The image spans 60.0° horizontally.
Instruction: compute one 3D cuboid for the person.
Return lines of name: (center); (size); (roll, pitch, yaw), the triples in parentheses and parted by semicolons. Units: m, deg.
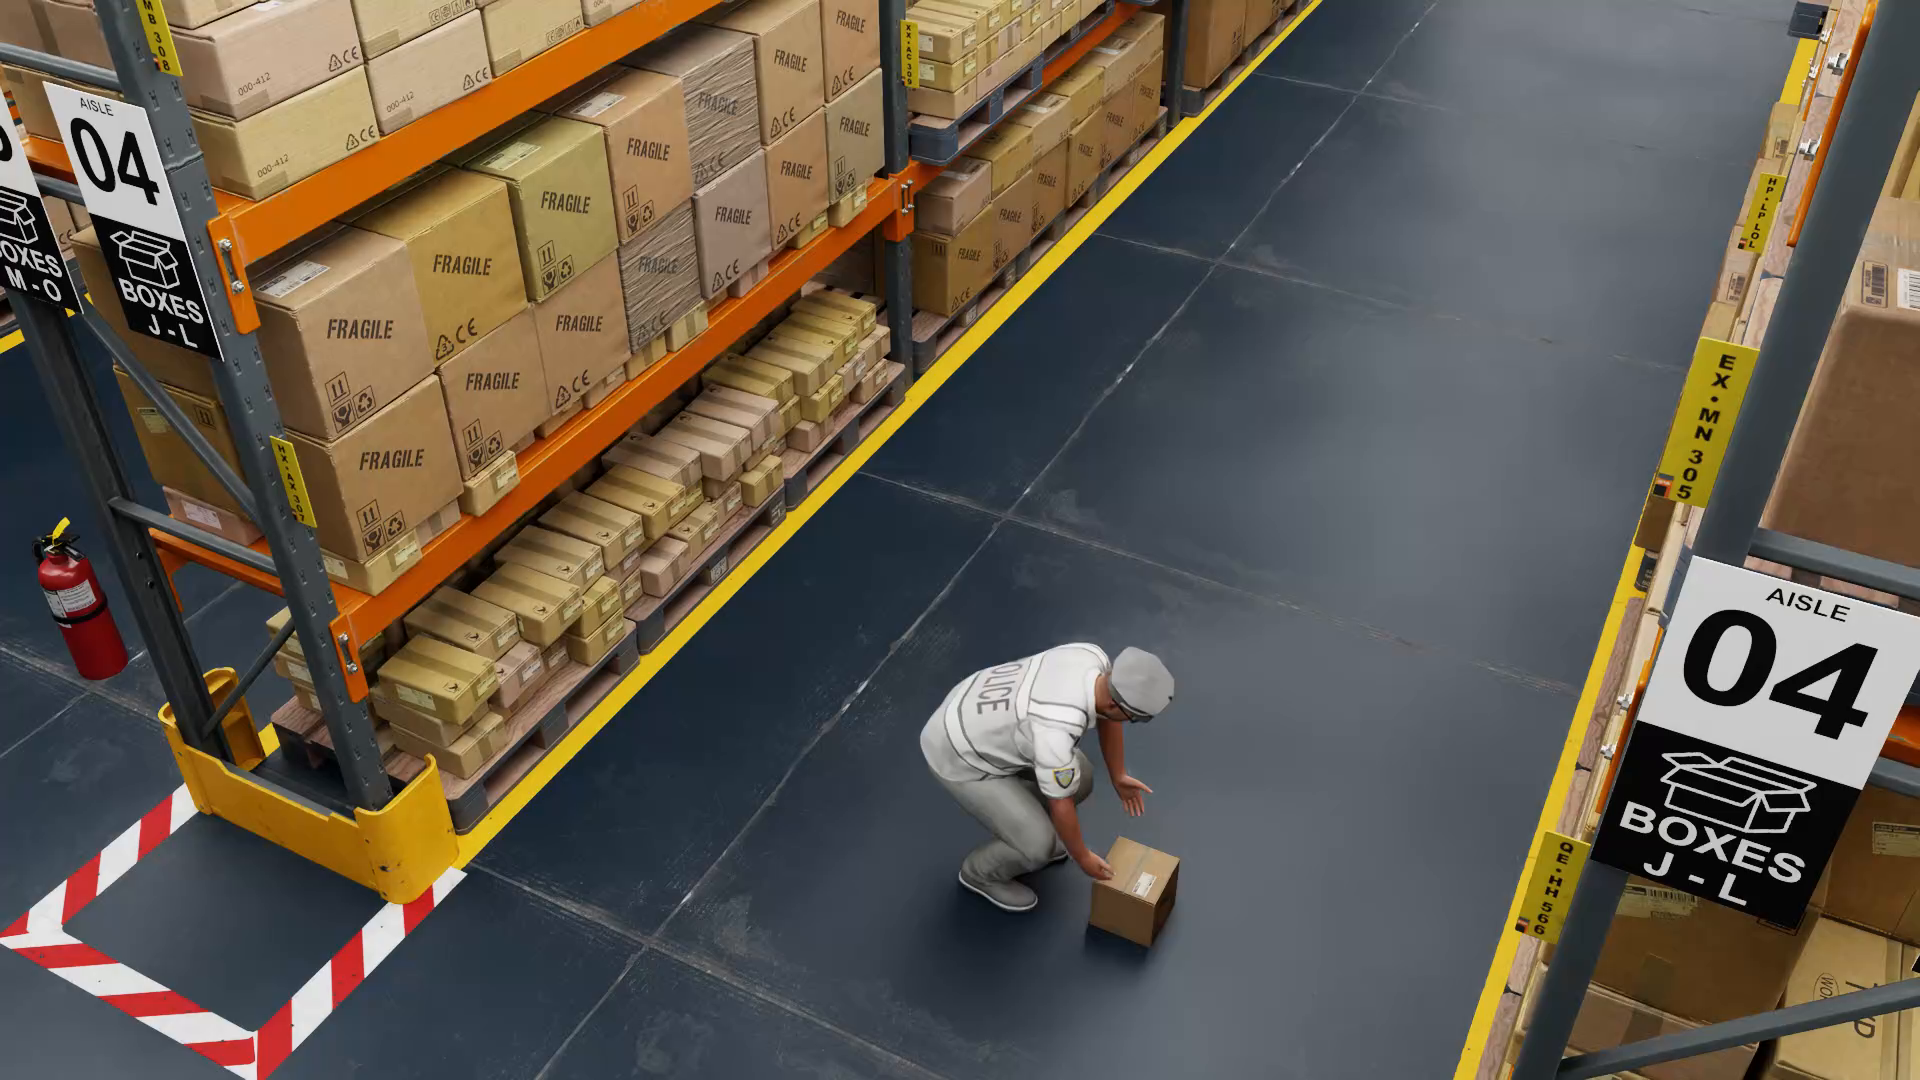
person: (0.318, 0.818, 6.137); (0.900, 1.205, 0.576); (18, 41, 21)
